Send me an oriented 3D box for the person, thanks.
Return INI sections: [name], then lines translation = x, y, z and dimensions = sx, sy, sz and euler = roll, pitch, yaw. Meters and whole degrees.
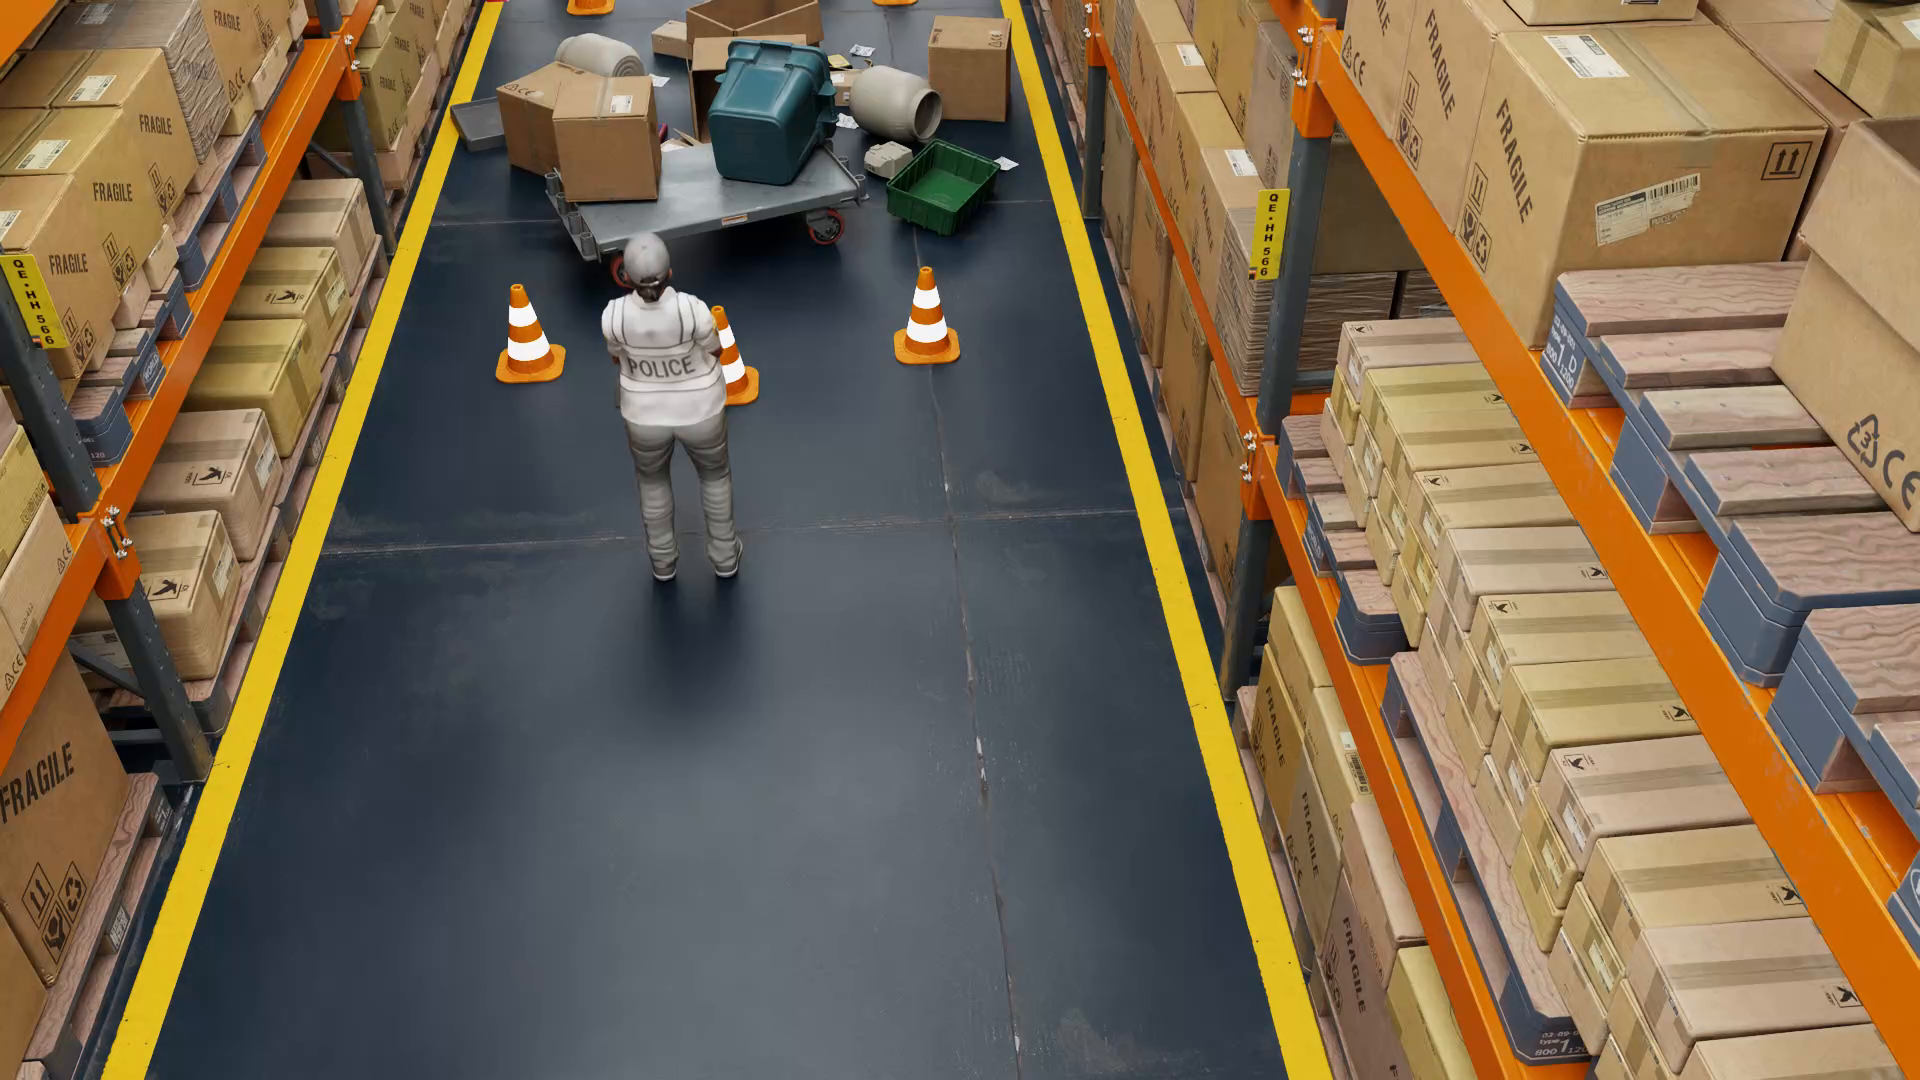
[person]
translation = -1.181, -0.572, 6.858
dimensions = 0.453, 1.653, 0.535
euler = -3, 39, -4
